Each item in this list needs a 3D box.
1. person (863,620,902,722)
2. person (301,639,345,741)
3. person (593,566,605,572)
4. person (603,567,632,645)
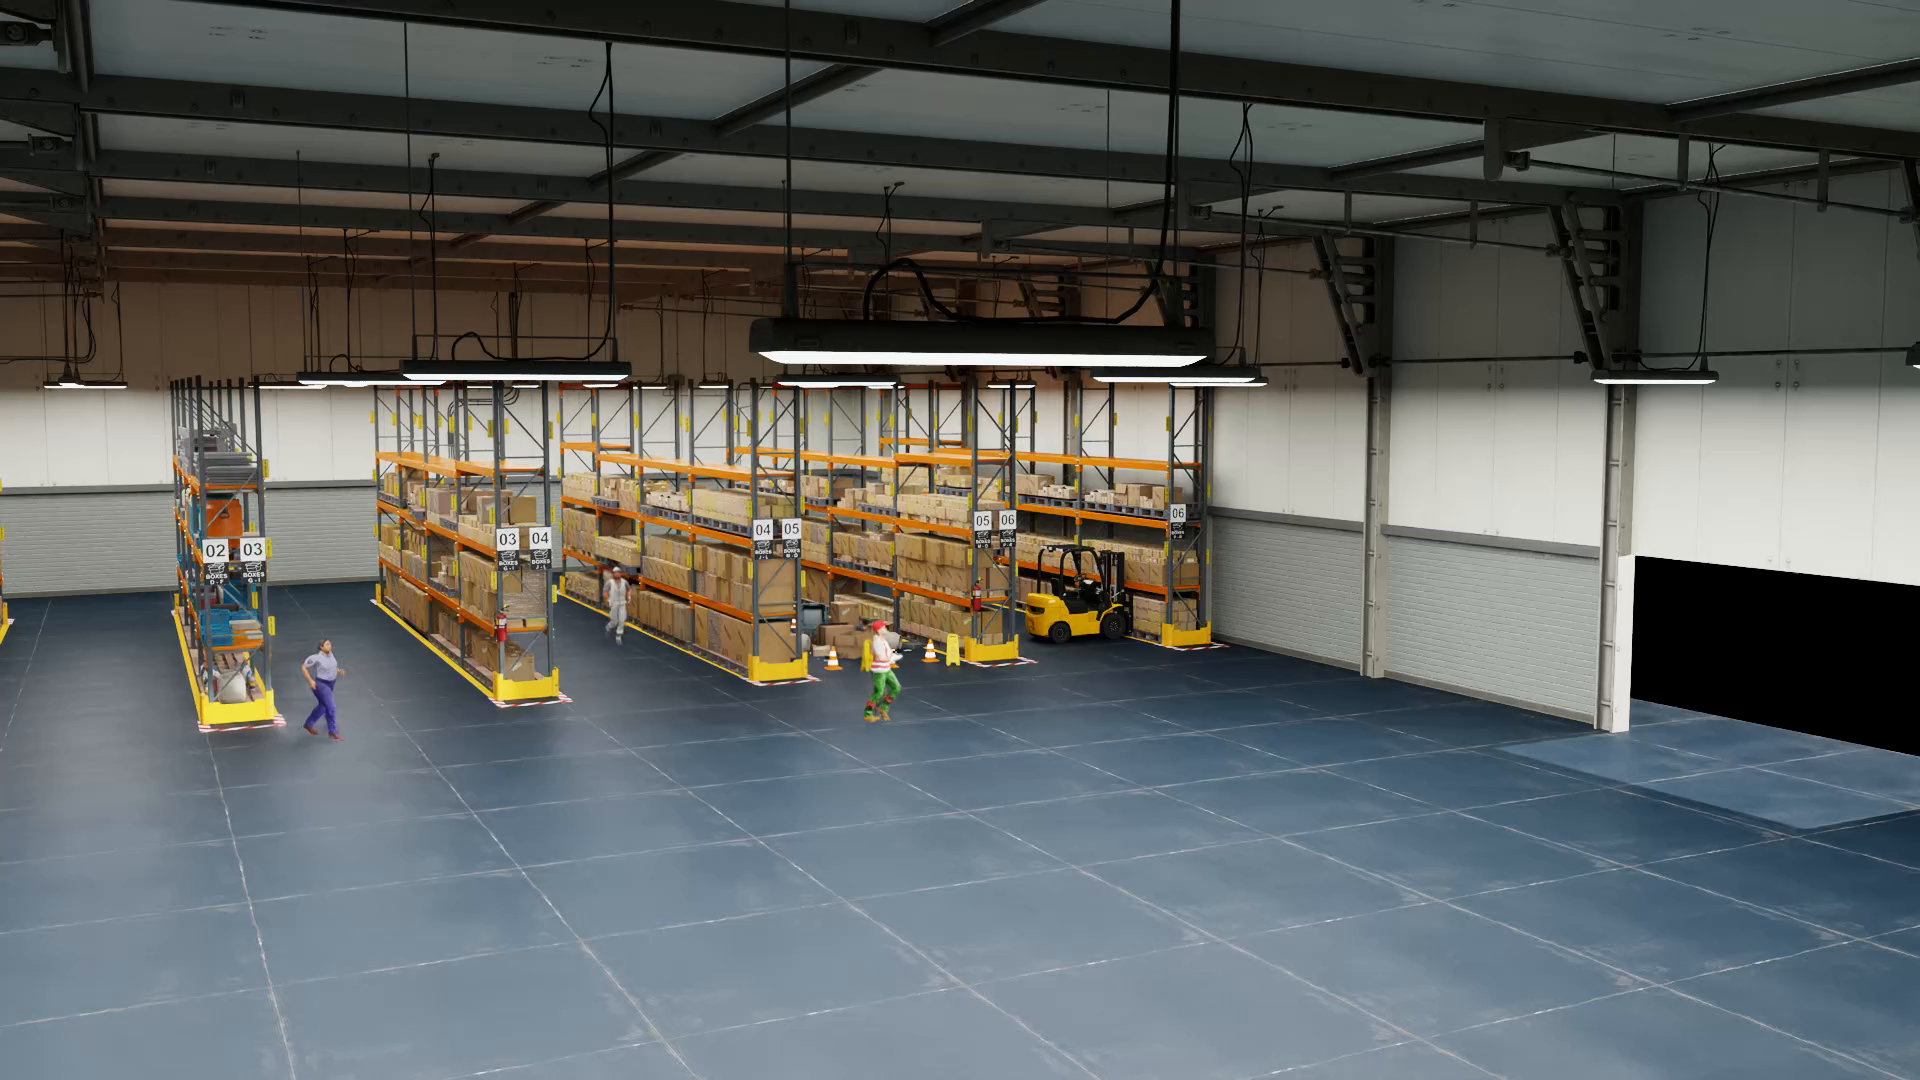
[{"bbox_3d":[-1.330,2.275,28.756,0.708,1.790,0.639,1,5,11],"label":"person"},{"bbox_3d":[-10.537,2.465,27.513,0.814,1.690,0.597,1,5,9],"label":"person"},{"bbox_3d":[-10.575,0.561,48.994,0.543,1.635,0.582,-2,6,-23],"label":"person"},{"bbox_3d":[-7.813,1.489,37.900,0.640,1.764,0.693,-3,6,-26],"label":"person"}]
